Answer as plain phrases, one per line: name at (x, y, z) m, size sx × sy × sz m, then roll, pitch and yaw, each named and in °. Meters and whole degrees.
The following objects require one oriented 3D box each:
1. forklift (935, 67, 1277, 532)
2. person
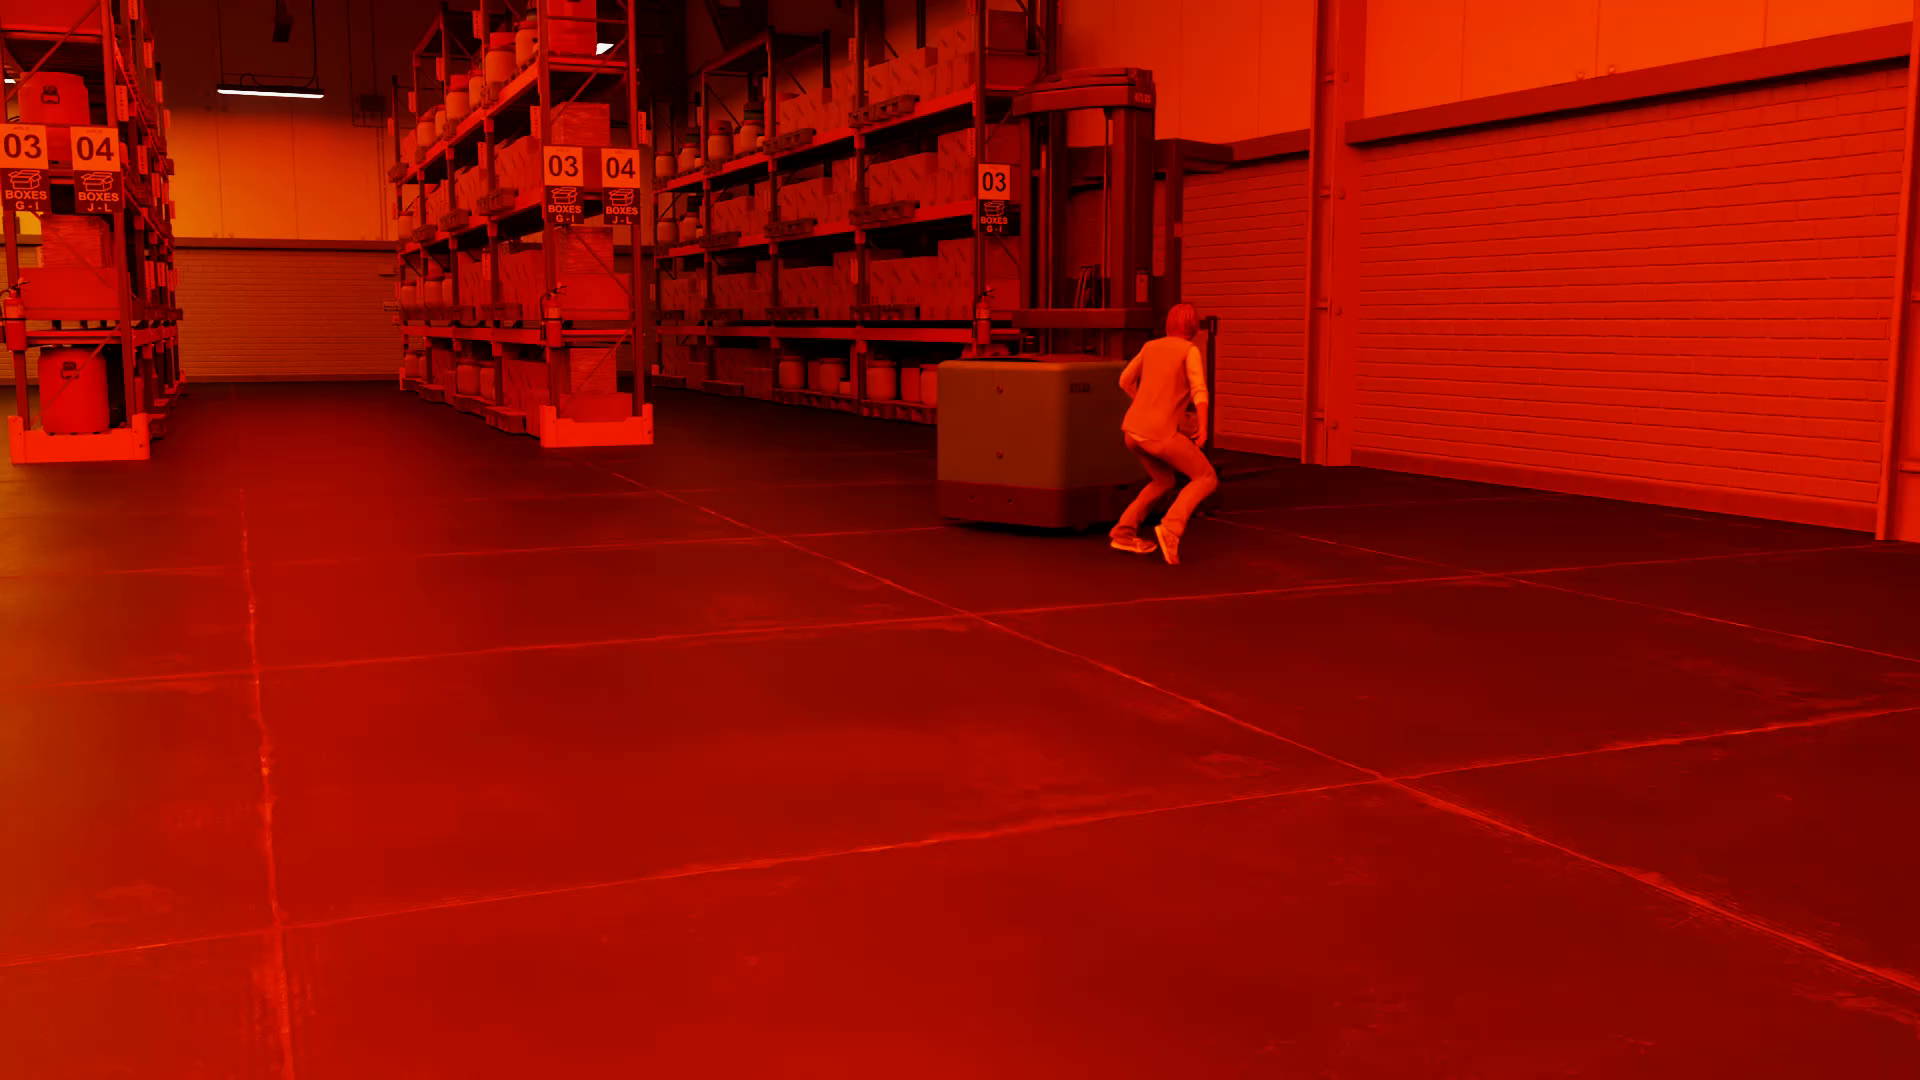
forklift at (1.167, -1.646, 11.430) m, size 1.130 × 2.935 × 3.031 m, roll 6°, pitch 10°, yaw 39°
person at (1.170, -0.581, 9.286) m, size 0.459 × 1.457 × 0.851 m, roll -5°, pitch 9°, yaw -32°
